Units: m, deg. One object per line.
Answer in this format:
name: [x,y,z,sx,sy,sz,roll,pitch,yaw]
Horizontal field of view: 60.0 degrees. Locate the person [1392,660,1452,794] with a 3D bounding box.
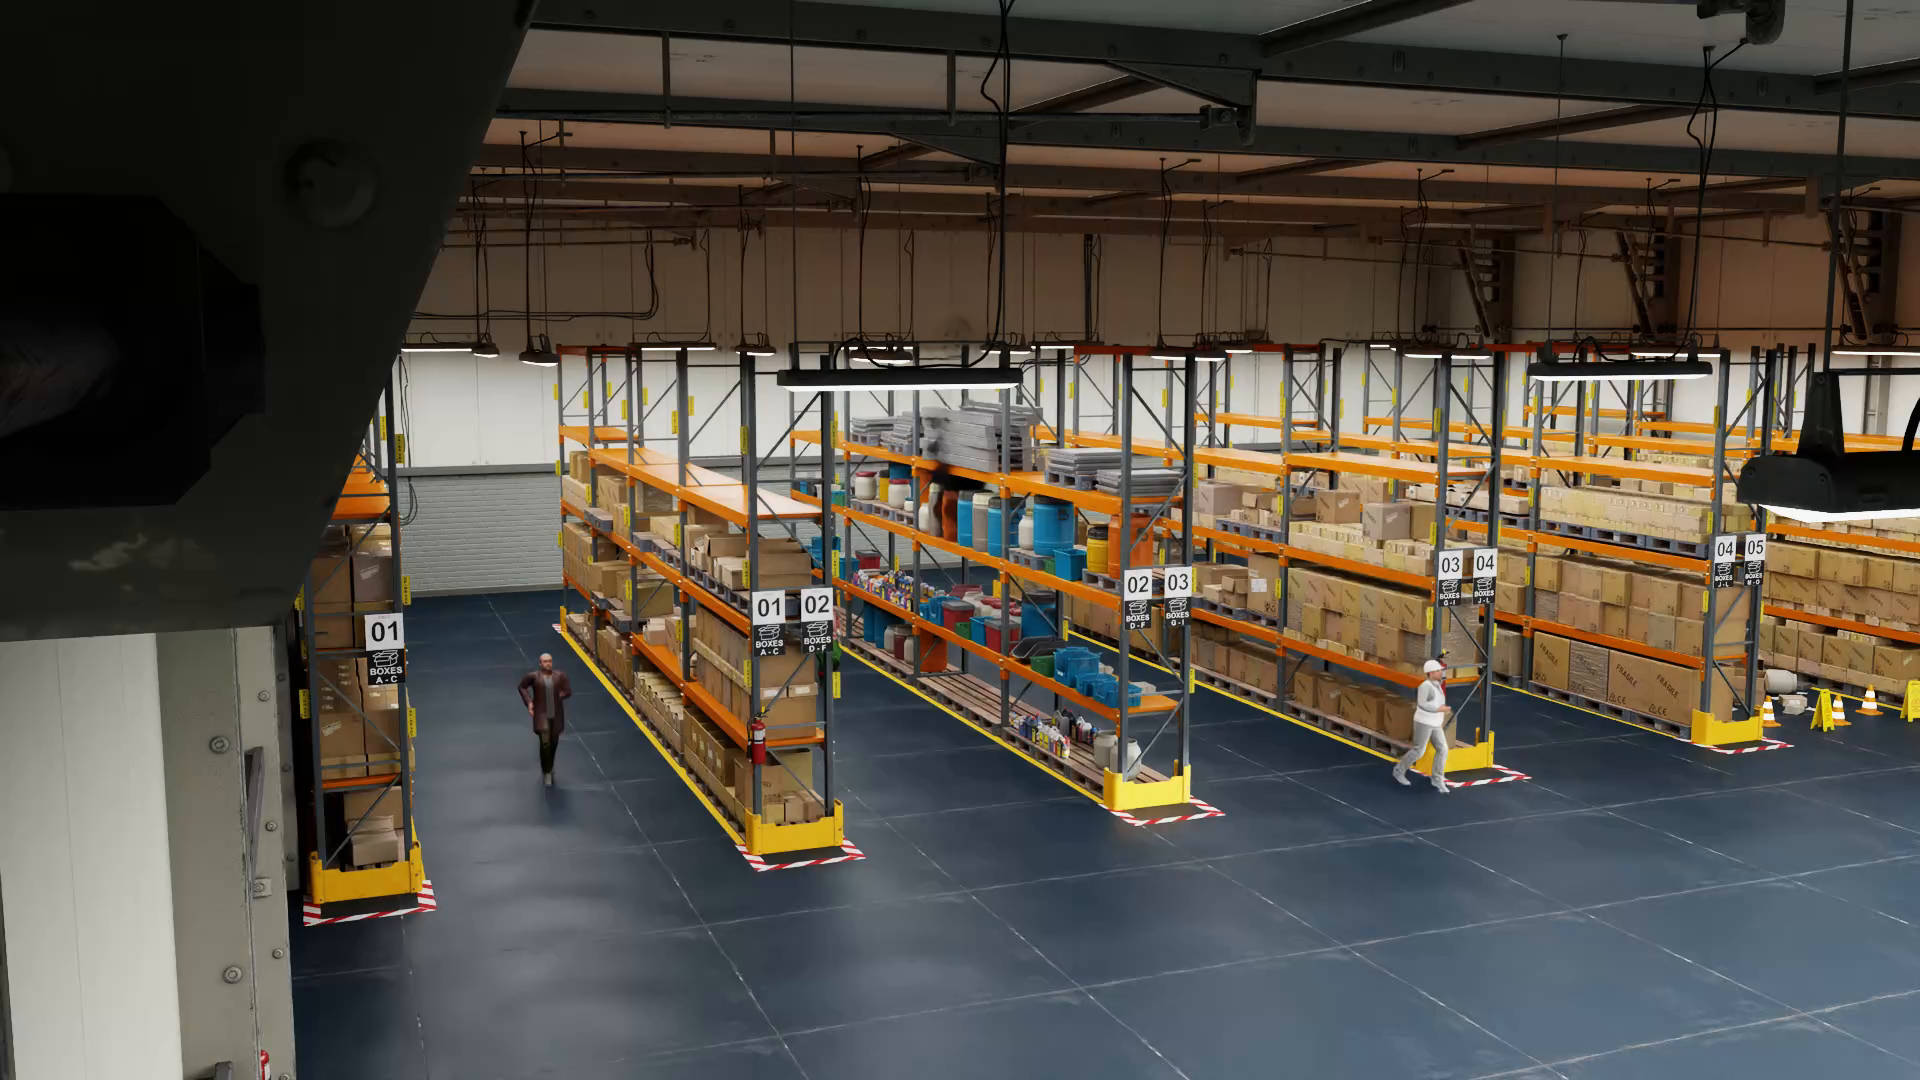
person: [6.435,2.556,22.945,0.799,1.825,0.681,6,9,37]

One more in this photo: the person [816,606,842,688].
person: [-2.329,1.763,29.101,0.648,1.759,0.640,-3,8,-24]

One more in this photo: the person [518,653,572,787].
person: [-5.775,2.602,23.315,0.682,1.633,0.801,-4,8,-29]

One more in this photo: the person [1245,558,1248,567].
person: [7.469,0.127,42.161,0.747,1.722,0.688,-4,8,-30]
